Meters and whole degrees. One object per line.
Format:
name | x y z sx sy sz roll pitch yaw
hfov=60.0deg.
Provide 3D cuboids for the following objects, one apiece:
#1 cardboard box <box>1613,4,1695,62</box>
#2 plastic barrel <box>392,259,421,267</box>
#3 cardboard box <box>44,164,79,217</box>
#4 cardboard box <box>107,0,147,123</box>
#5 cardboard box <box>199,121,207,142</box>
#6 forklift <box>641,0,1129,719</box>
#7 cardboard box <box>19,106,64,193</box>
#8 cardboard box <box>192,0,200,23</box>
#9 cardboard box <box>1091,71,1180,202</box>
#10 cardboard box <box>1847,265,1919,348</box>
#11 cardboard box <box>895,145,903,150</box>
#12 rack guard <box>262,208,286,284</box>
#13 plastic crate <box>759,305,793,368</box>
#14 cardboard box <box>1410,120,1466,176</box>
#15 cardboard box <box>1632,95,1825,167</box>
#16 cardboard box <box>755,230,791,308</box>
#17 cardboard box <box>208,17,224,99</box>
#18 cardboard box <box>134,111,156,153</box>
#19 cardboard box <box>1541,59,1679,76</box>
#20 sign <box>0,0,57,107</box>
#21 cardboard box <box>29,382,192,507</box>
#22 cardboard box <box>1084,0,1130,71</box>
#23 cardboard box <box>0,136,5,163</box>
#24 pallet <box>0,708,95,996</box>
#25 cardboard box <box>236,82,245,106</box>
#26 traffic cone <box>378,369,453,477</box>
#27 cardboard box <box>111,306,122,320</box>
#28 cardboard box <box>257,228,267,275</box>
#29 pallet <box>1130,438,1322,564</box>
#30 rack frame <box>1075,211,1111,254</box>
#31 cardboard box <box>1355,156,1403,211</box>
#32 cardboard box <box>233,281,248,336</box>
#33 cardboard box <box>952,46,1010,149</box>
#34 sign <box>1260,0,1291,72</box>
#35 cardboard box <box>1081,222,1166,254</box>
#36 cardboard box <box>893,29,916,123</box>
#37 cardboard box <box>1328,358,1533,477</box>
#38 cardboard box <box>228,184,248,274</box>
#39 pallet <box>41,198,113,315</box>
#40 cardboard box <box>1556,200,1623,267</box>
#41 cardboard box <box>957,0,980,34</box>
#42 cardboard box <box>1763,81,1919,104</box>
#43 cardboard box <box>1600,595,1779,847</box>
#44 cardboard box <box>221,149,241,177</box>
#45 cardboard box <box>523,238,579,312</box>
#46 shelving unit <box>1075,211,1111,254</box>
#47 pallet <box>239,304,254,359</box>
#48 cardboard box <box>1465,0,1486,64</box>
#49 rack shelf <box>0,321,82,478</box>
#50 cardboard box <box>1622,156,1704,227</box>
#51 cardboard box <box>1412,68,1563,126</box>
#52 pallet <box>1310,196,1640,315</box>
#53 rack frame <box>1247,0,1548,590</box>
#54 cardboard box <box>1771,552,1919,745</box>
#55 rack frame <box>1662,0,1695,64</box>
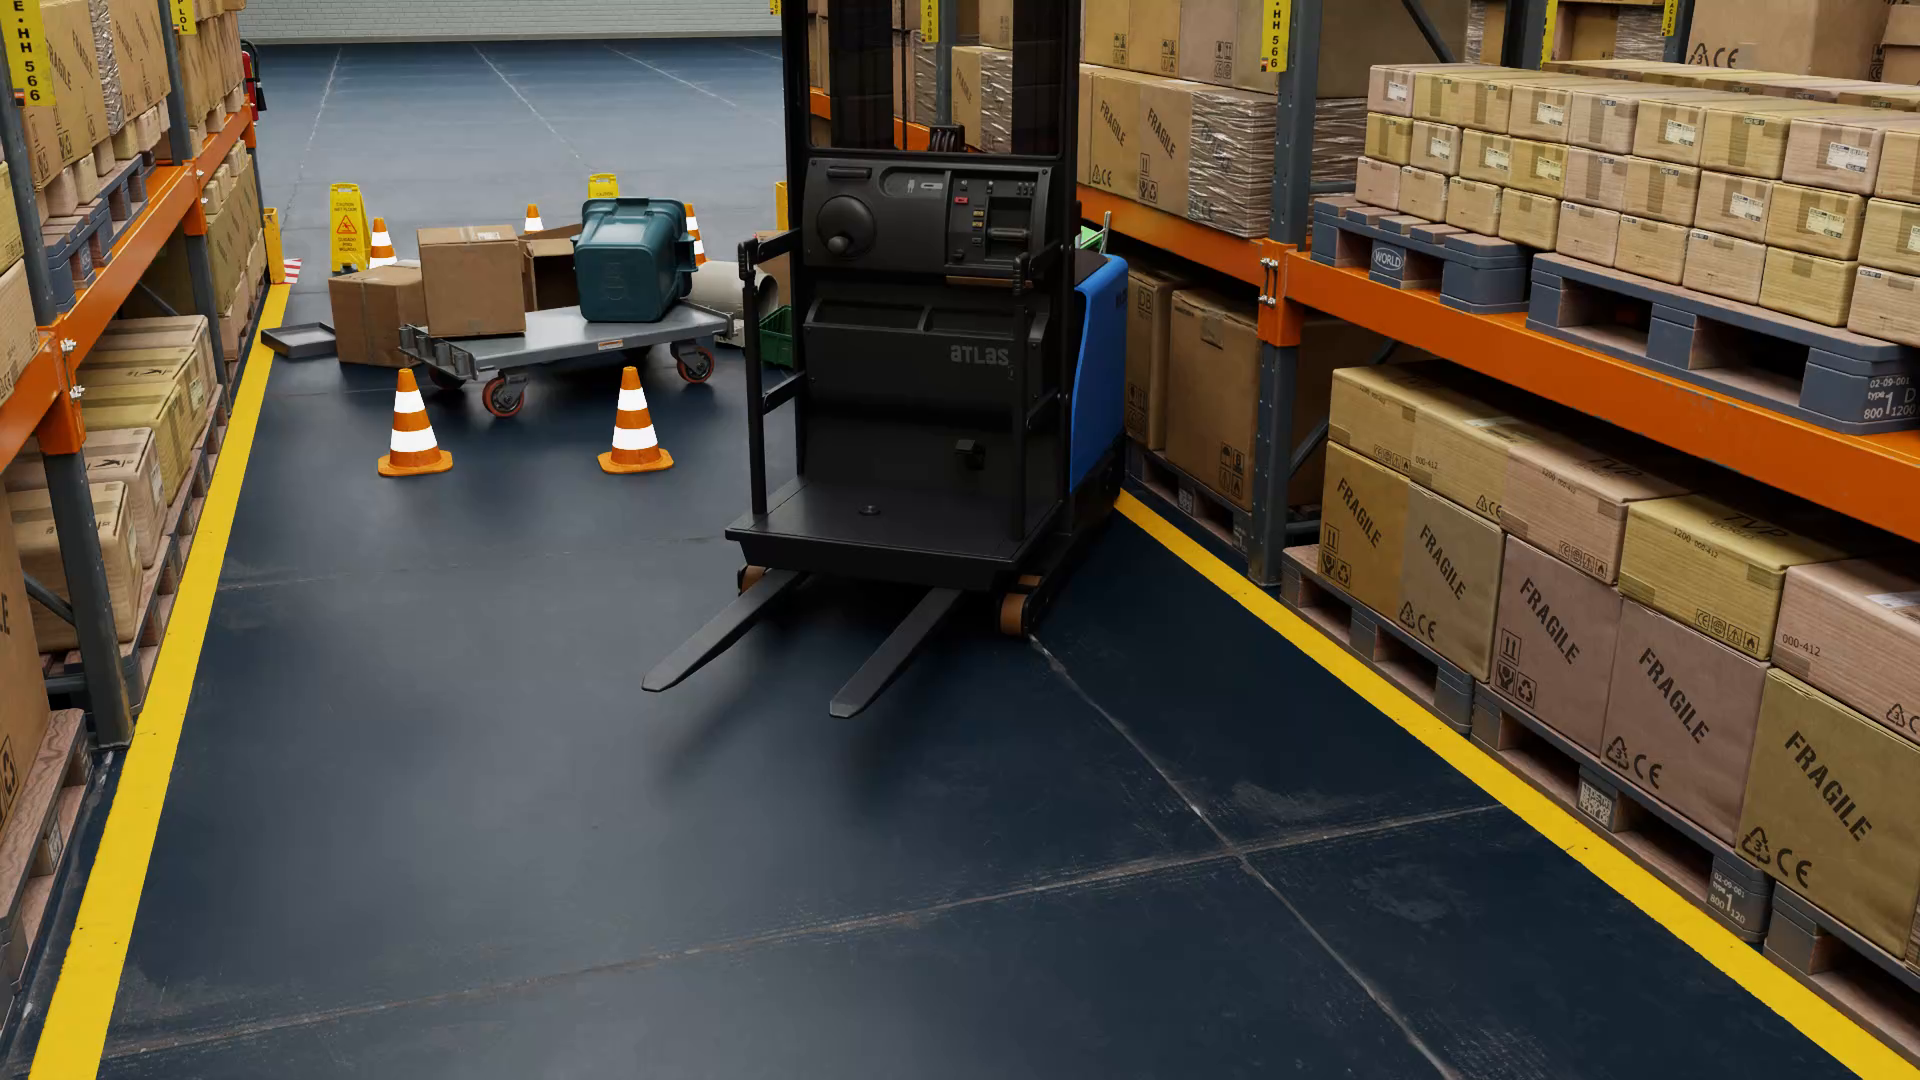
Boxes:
cardboard box | 5.015 -3.410 11.386 0.875 0.500 0.500 -6 21 -17
plastic barrel | -3.481 -1.589 10.713 0.512 0.421 0.421 8 21 20
cardboard box | -3.078 -1.126 5.365 0.380 0.149 0.250 -8 21 -21
cardboard box | -3.634 -1.955 6.713 0.500 0.500 0.500 -6 21 -15
cardboard box | -4.391 -2.277 9.190 0.380 0.149 0.250 -6 21 -16
forklift | -0.189 -1.177 5.857 1.130 2.935 3.031 6 21 16
cardboard box | -2.975 -1.290 4.860 0.500 0.500 0.500 -7 21 -19
cardboard box | -4.243 -2.841 8.323 0.700 0.500 0.500 -7 21 -18
cardboard box | 0.905 -1.778 7.281 0.500 0.500 0.500 -7 21 -18
cardboard box | 2.229 -0.529 3.702 0.380 0.149 0.250 -7 21 -20
cardboard box | -0.061 -2.274 11.331 0.875 0.875 0.875 -6 21 -17
rack guard | -5.544 -2.102 12.030 1.175 0.500 0.348 -6 21 -17
plastic crate | -0.941 -1.198 9.890 0.450 0.188 0.662 13 22 7
cardboard box | 1.663 -1.250 5.271 0.380 0.149 0.250 -5 20 -15
cardboard box | 1.990 -1.063 4.309 0.380 0.149 0.250 -6 21 -16
cardboard box | -1.105 -1.792 11.162 0.500 0.500 0.500 -3 20 -8
cardboard box | -4.687 -2.859 9.850 0.500 0.500 0.500 -6 21 -17
cardboard box | -3.622 -1.716 7.008 0.380 0.149 0.250 -6 21 -17
cardboard box | 2.204 -1.545 5.651 0.380 0.149 0.250 -7 21 -19
sign | -2.527 -1.341 4.499 0.100 0.325 0.005 -6 21 -17
cardboard box | -3.694 -0.359 6.745 0.950 0.372 0.625 -6 21 -15
cardboard box | 0.998 -2.448 7.666 0.700 0.500 0.500 -7 21 -18
cardboard box | -2.642 -1.115 3.957 0.500 0.500 0.500 -7 21 -19
pallet | -2.877 0.837 4.273 1.003 0.211 1.213 -6 21 -17
cardboard box | -5.062 -3.018 11.253 0.380 0.149 0.250 -7 21 -18
traffic cone | -2.592 -0.576 7.837 0.336 0.463 0.334 -6 21 -17
cardboard box | -4.751 -1.437 8.818 0.500 0.500 0.500 -7 21 -18
cardboard box | -5.051 -1.968 11.405 0.500 0.250 0.500 -6 21 -17
pallet | 1.438 -0.243 7.280 1.003 0.211 1.213 -6 21 -17
rack frame | 0.552 -0.933 7.667 0.015 1.200 0.240 28 45 27
cardboard box | 1.563 -1.209 5.594 0.380 0.149 0.250 -7 21 -18
cardboard box | -4.418 -1.311 9.576 0.500 0.250 0.500 -5 20 -14
cardboard box | 0.267 -2.428 9.090 0.500 0.500 0.500 -6 21 -17
sign | 1.088 -1.779 5.720 0.100 0.325 0.005 -6 21 -17
cardboard box | 0.937 -1.217 8.575 1.050 0.750 0.750 -6 21 -17
cardboard box | 0.035 -2.940 10.442 0.875 0.550 0.550 -6 21 -17
cardboard box | 1.601 -0.421 5.620 0.500 0.250 0.500 -7 21 -20
cardboard box | -4.580 -1.831 9.914 0.500 0.500 0.500 -5 20 -14
pallet | -3.378 -0.863 5.166 1.213 0.211 1.003 -6 21 -17
cardboard box | 1.905 -0.864 4.636 0.380 0.149 0.250 -6 21 -15
cardboard box | 0.274 -3.279 9.788 0.875 0.550 0.550 -6 21 -17
cardboard box | 2.520 -1.217 4.737 0.380 0.149 0.250 -6 21 -17
cardboard box | 2.082 0.428 4.365 0.500 0.500 0.500 -7 21 -18
cardboard box | -4.732 -2.359 10.425 0.380 0.149 0.250 -5 20 -15
cardboard box | -2.310 -1.598 10.421 0.797 0.637 0.503 -6 21 -17
shelving unit | 0.360 -1.036 7.776 0.503 1.200 0.258 28 45 27
pallet | -4.942 -1.311 10.254 1.003 0.211 1.213 -6 21 -17
cardboard box | 4.374 -4.051 13.169 0.875 0.500 0.500 -6 21 -17
rack shelf | -2.425 0.244 2.863 1.077 0.370 4.000 -6 21 -17
cardboard box | 1.982 -0.924 4.362 0.380 0.149 0.250 -7 21 -18
cardboard box | 1.663 -1.399 5.244 0.380 0.149 0.250 -7 21 -19
pallet | 1.939 -0.987 5.510 1.213 0.211 1.003 -6 21 -17
rack frame | 1.614 -1.294 6.082 1.000 3.000 0.127 -6 21 -17
cardboard box | 2.248 0.237 3.787 0.500 0.250 0.500 -5 20 -15
rack frame | 5.097 -3.072 11.033 1.000 3.000 0.127 -6 21 -17
